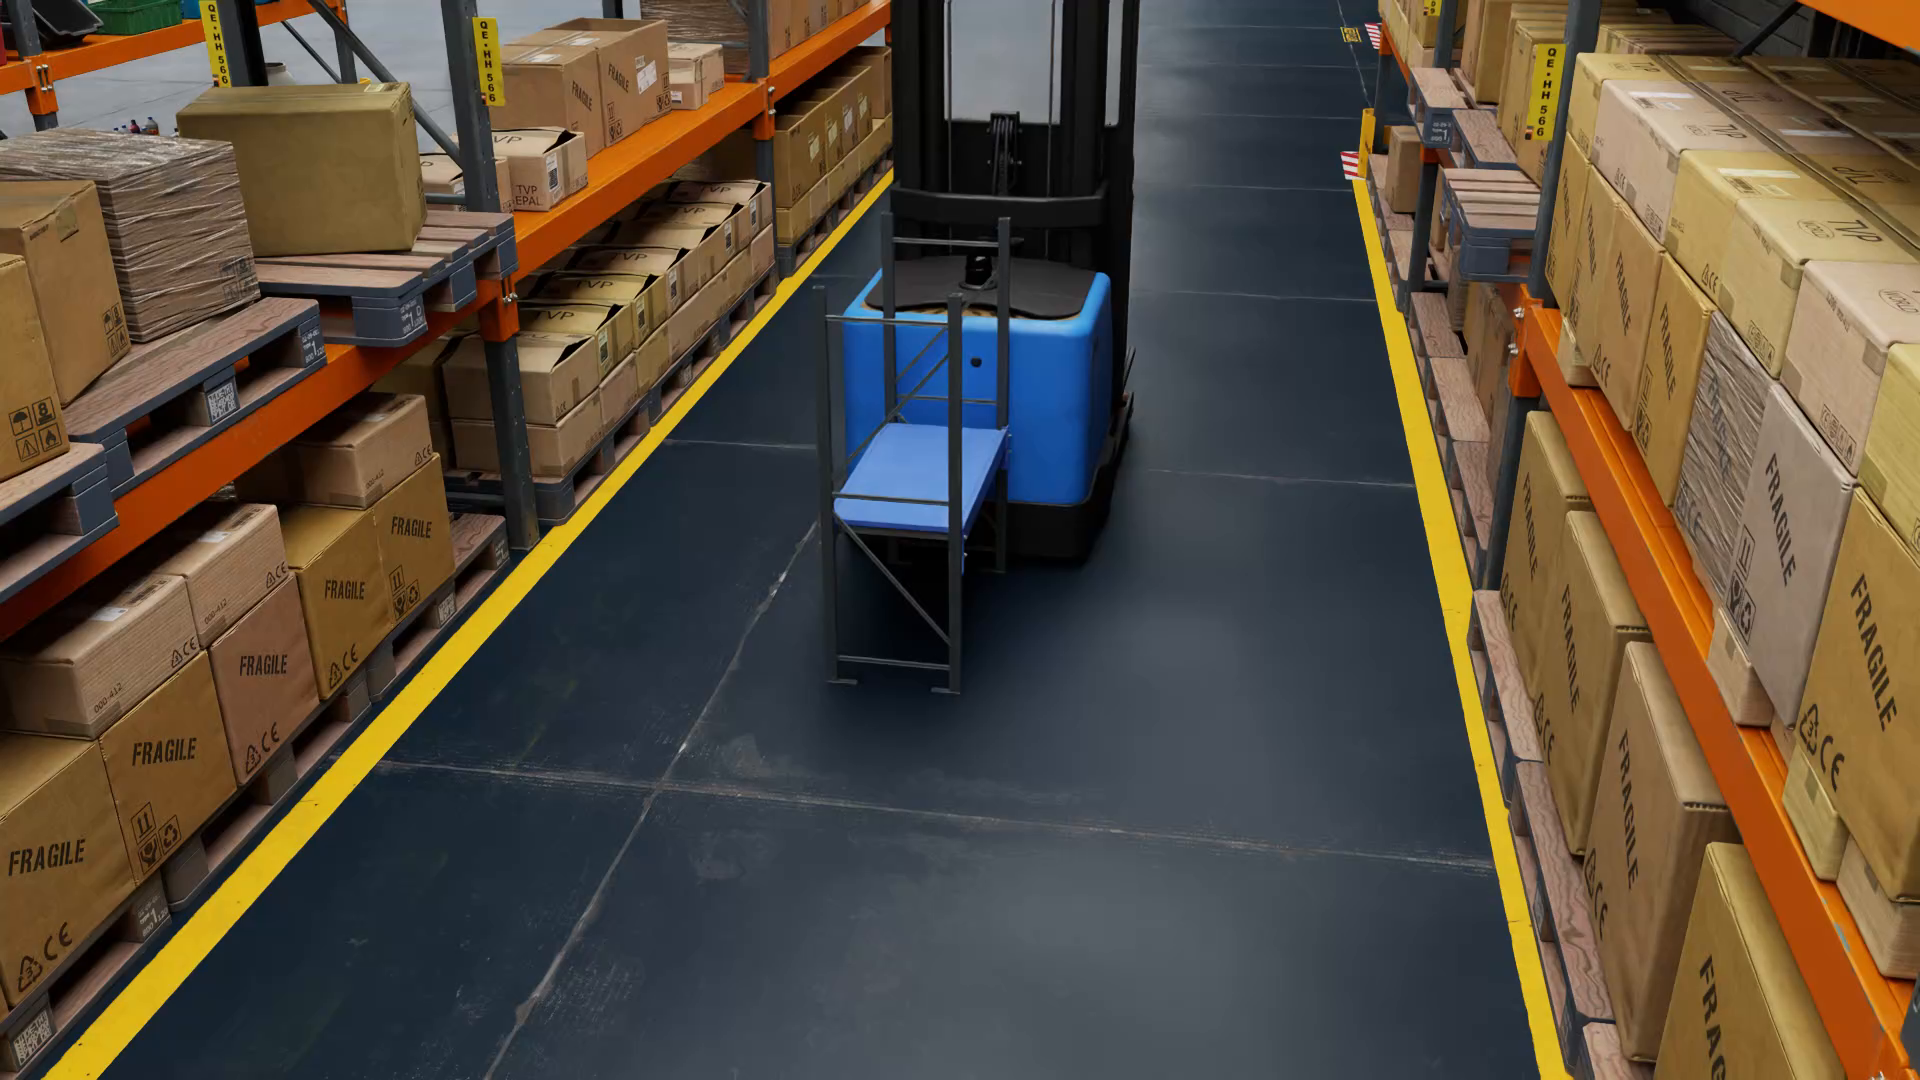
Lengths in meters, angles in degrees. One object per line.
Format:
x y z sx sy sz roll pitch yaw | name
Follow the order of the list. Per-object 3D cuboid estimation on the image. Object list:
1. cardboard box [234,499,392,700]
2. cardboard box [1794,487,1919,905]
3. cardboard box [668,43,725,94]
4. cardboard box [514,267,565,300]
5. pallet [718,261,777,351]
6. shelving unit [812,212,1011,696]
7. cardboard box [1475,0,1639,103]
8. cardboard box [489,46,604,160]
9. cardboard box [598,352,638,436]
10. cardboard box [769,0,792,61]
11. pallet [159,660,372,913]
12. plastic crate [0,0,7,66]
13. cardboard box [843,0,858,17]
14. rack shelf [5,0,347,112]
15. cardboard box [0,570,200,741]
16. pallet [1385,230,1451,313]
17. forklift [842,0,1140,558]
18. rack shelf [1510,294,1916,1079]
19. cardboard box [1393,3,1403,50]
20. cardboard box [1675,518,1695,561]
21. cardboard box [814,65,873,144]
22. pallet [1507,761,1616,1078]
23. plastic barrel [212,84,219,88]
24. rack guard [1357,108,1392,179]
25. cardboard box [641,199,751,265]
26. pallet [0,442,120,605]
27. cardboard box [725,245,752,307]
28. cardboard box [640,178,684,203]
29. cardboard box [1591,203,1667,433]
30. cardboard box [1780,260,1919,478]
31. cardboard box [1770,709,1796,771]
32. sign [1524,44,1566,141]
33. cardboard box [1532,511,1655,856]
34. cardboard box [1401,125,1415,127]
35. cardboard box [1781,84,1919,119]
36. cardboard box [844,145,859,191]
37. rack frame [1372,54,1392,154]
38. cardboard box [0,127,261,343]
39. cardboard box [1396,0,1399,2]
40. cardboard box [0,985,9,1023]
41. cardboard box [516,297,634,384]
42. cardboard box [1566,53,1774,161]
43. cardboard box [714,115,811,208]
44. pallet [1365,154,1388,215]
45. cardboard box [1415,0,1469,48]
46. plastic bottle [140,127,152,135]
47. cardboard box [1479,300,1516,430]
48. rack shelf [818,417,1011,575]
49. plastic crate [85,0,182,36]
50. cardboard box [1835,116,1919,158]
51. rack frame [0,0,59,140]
-2.335 0.195 5.725 0.500 0.500 0.500 3 25 7 | cardboard box
1.732 0.253 2.678 0.500 0.500 0.500 4 25 8 | cardboard box
-1.713 -2.758 9.781 0.500 0.250 0.500 6 26 12 | cardboard box
-2.323 -1.226 8.417 0.500 0.311 0.500 4 25 8 | cardboard box
-1.757 -1.461 10.122 1.003 0.211 1.213 4 25 9 | pallet
-0.148 -0.350 6.229 0.538 1.500 1.048 5 25 10 | shelving unit
2.997 -2.494 8.403 0.700 0.500 0.500 7 26 14 | cardboard box
-2.071 -2.110 8.102 0.500 0.500 0.500 3 25 6 | cardboard box
-1.873 -0.716 7.989 0.500 0.250 0.500 3 25 7 | cardboard box
-1.529 -3.487 11.044 0.700 0.500 0.500 4 25 8 | cardboard box
-2.690 0.720 5.464 1.003 0.211 1.213 4 25 9 | pallet
-6.339 -3.185 10.440 0.402 0.464 0.583 4 25 9 | plastic crate
-1.192 -4.339 12.863 0.700 0.500 0.500 5 25 10 | cardboard box
-6.235 -3.890 12.871 1.077 0.370 4.000 4 25 9 | rack shelf
-2.500 0.301 4.614 0.500 0.250 0.500 4 25 9 | cardboard box
3.287 -1.714 10.662 1.003 0.211 1.213 4 25 9 | pallet
0.282 -1.850 7.745 1.130 2.935 3.031 5 25 10 | forklift
2.232 0.142 4.257 1.077 0.370 4.000 4 25 9 | rack shelf
3.228 -3.483 11.306 0.500 0.250 0.500 4 25 9 | cardboard box
1.986 -0.042 4.074 0.380 0.149 0.250 5 26 10 | cardboard box
-0.965 -3.328 12.685 0.500 0.500 0.500 4 25 9 | cardboard box
2.154 1.076 4.702 1.003 0.211 1.213 4 25 9 | pallet
-6.022 -3.626 13.897 0.421 0.512 0.421 0 25 0 | plastic barrel
3.853 -3.202 13.501 1.175 0.500 0.348 4 25 9 | rack guard
-1.538 -1.826 9.700 0.500 0.311 0.500 5 25 10 | cardboard box
-2.745 0.071 3.786 1.003 0.211 1.213 4 25 9 | pallet
-1.542 -1.575 9.824 0.500 0.250 0.500 4 25 8 | cardboard box
-1.989 -2.078 10.238 0.500 0.311 0.500 4 25 9 | cardboard box
2.050 -0.598 4.497 0.500 0.500 0.500 4 25 8 | cardboard box
1.822 -0.302 2.980 0.500 0.250 0.500 5 25 10 | cardboard box
1.785 0.384 3.164 0.380 0.149 0.250 5 26 10 | cardboard box
2.022 -1.542 5.734 0.100 0.325 0.005 4 25 9 | sign
2.159 0.428 4.839 0.750 0.750 0.750 4 25 8 | cardboard box
3.664 -3.064 12.911 0.500 0.311 0.500 1 25 3 | cardboard box
2.652 -1.125 4.738 0.500 0.250 0.500 3 25 7 | cardboard box
-1.051 -2.780 12.398 0.500 0.250 0.500 4 25 9 | cardboard box
3.866 -4.366 13.039 1.000 3.000 0.127 4 25 9 | rack frame
-2.659 -0.957 5.143 0.700 0.500 0.500 9 27 18 | cardboard box
3.310 -4.046 11.625 0.500 0.500 0.500 3 25 7 | cardboard box
-2.663 1.059 3.880 0.500 0.500 0.500 3 25 6 | cardboard box
-1.876 -0.980 7.891 0.500 0.311 0.500 3 25 7 | cardboard box
2.225 -1.365 5.251 0.500 0.250 0.500 5 25 10 | cardboard box
-1.291 -2.492 10.898 0.500 0.500 0.500 4 25 9 | cardboard box
3.686 -2.734 12.842 1.003 0.211 1.213 4 25 9 | pallet
2.984 -3.193 9.802 0.500 0.500 0.500 4 25 8 | cardboard box
-6.529 -3.204 13.339 0.097 0.201 0.097 0 25 0 | plastic bottle
2.877 -0.809 7.870 0.700 0.500 0.500 4 25 8 | cardboard box
-0.148 -0.187 6.305 0.538 0.185 1.000 5 25 10 | rack shelf
-6.061 -3.832 12.148 0.450 0.188 0.662 4 25 9 | plastic crate
2.565 -0.911 4.280 0.500 0.250 0.500 3 25 7 | cardboard box
-6.562 -3.380 10.932 1.000 3.000 0.127 4 25 9 | rack frame
